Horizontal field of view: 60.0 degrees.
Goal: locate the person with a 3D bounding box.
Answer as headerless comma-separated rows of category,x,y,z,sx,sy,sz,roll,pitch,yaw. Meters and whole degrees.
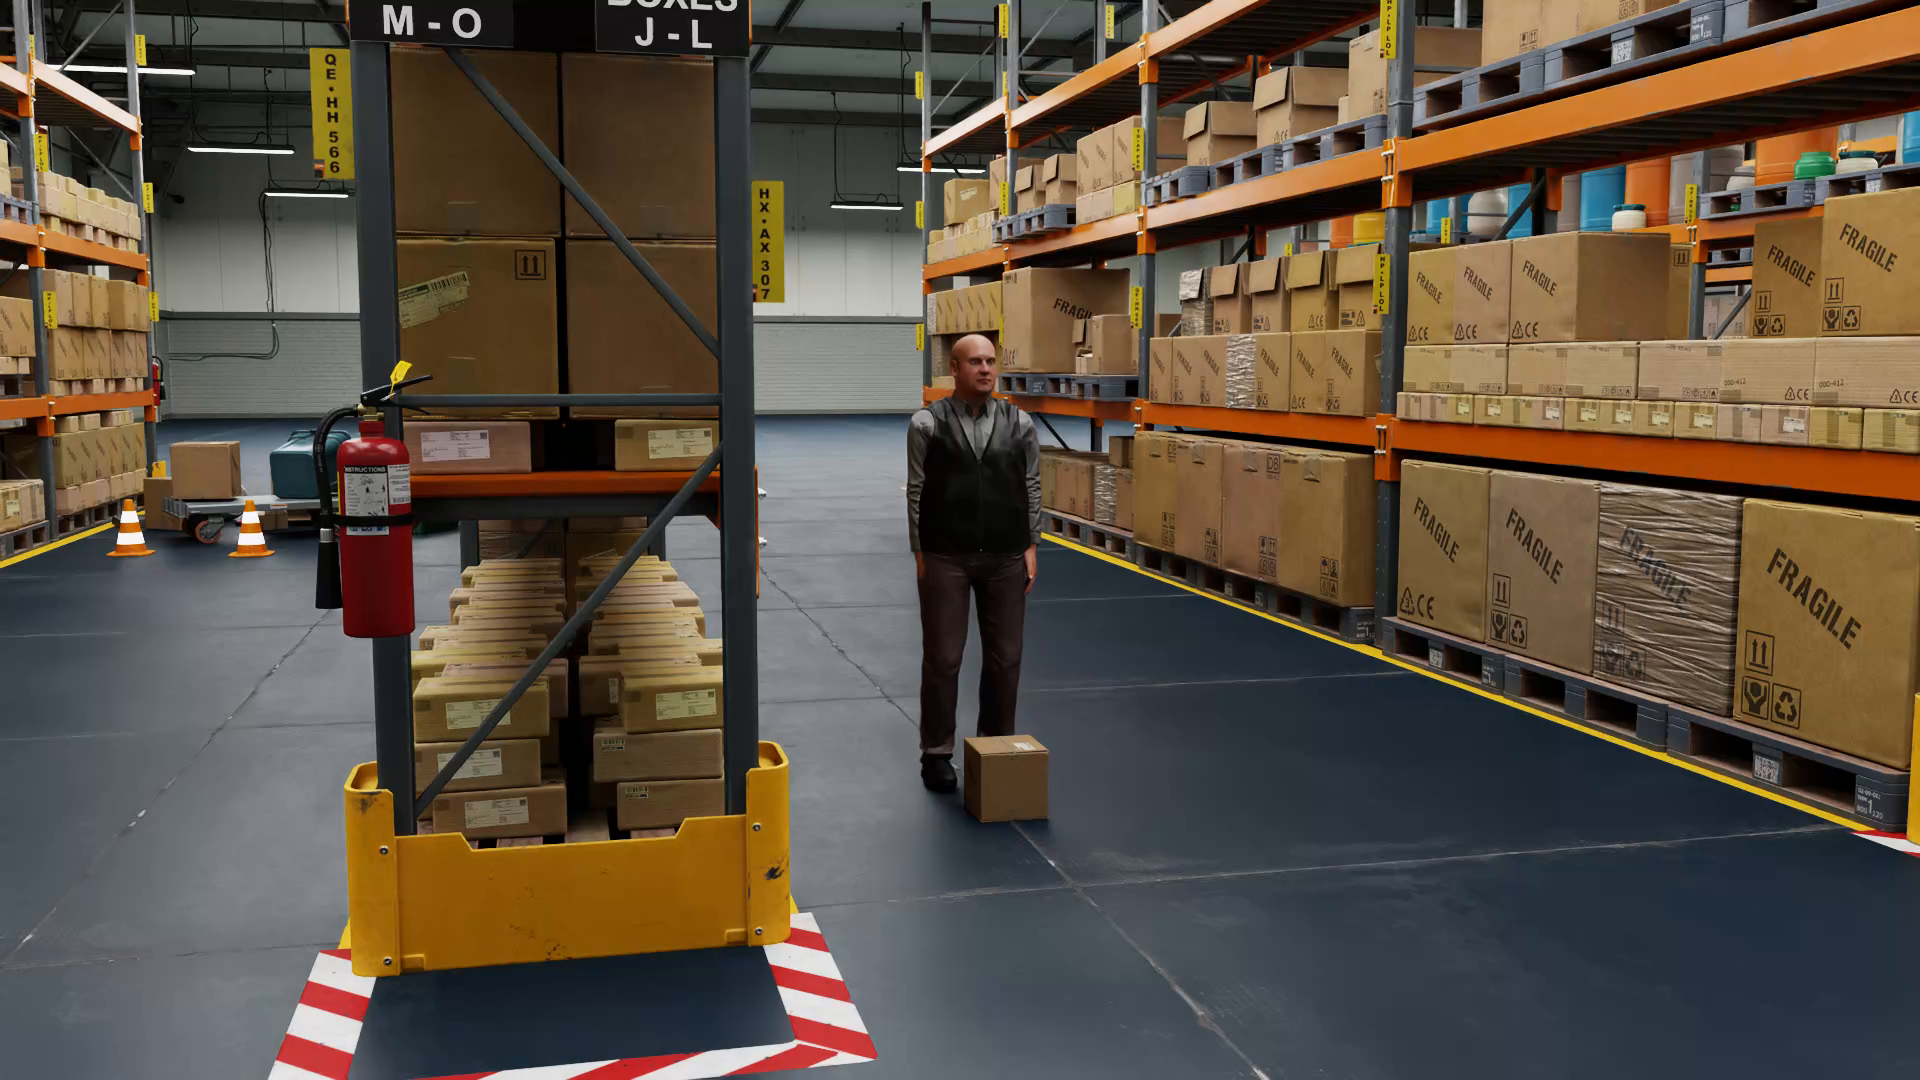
person,0.062,0.088,6.360,0.531,1.736,0.359,-1,6,-12
